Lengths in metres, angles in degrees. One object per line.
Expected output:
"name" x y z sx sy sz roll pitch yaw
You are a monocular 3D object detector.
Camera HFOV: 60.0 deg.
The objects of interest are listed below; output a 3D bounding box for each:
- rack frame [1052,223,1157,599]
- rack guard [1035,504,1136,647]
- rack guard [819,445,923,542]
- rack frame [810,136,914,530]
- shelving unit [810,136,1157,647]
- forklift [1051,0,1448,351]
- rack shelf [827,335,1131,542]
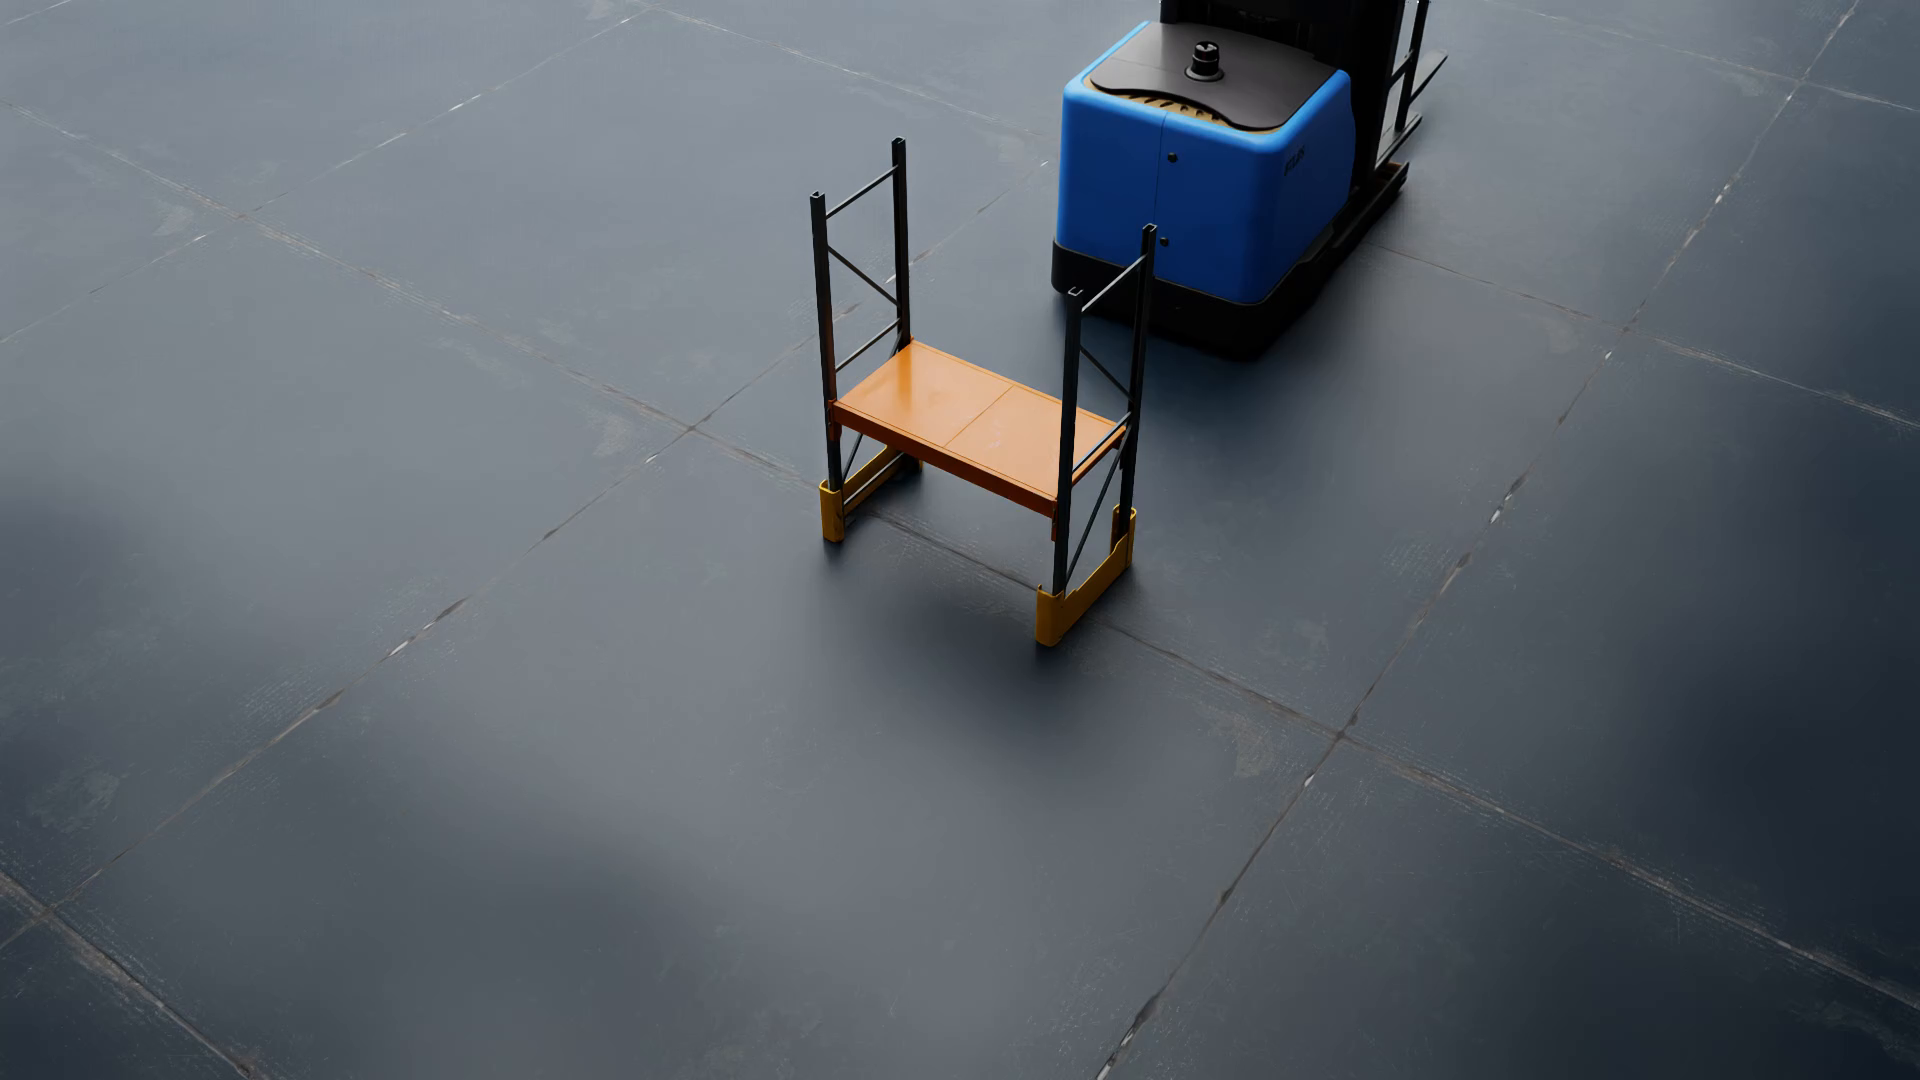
"rack frame" 0.486 -0.332 5.759 0.032 1.500 0.500 25 48 25
"rack guard" 0.470 0.127 6.184 0.087 0.250 0.587 25 48 25
"rack guard" -0.345 -0.255 6.610 0.087 0.250 0.587 25 48 25
"rack frame" -0.346 -0.721 6.194 0.032 1.500 0.500 25 48 25
"shelving unit" 0.062 -0.530 5.980 1.083 1.500 0.587 25 48 25
"forklift" 1.624 -2.890 7.545 1.130 2.935 3.031 22 46 23
"rack shelf" 0.070 -0.392 6.096 1.000 0.185 0.538 25 48 25
